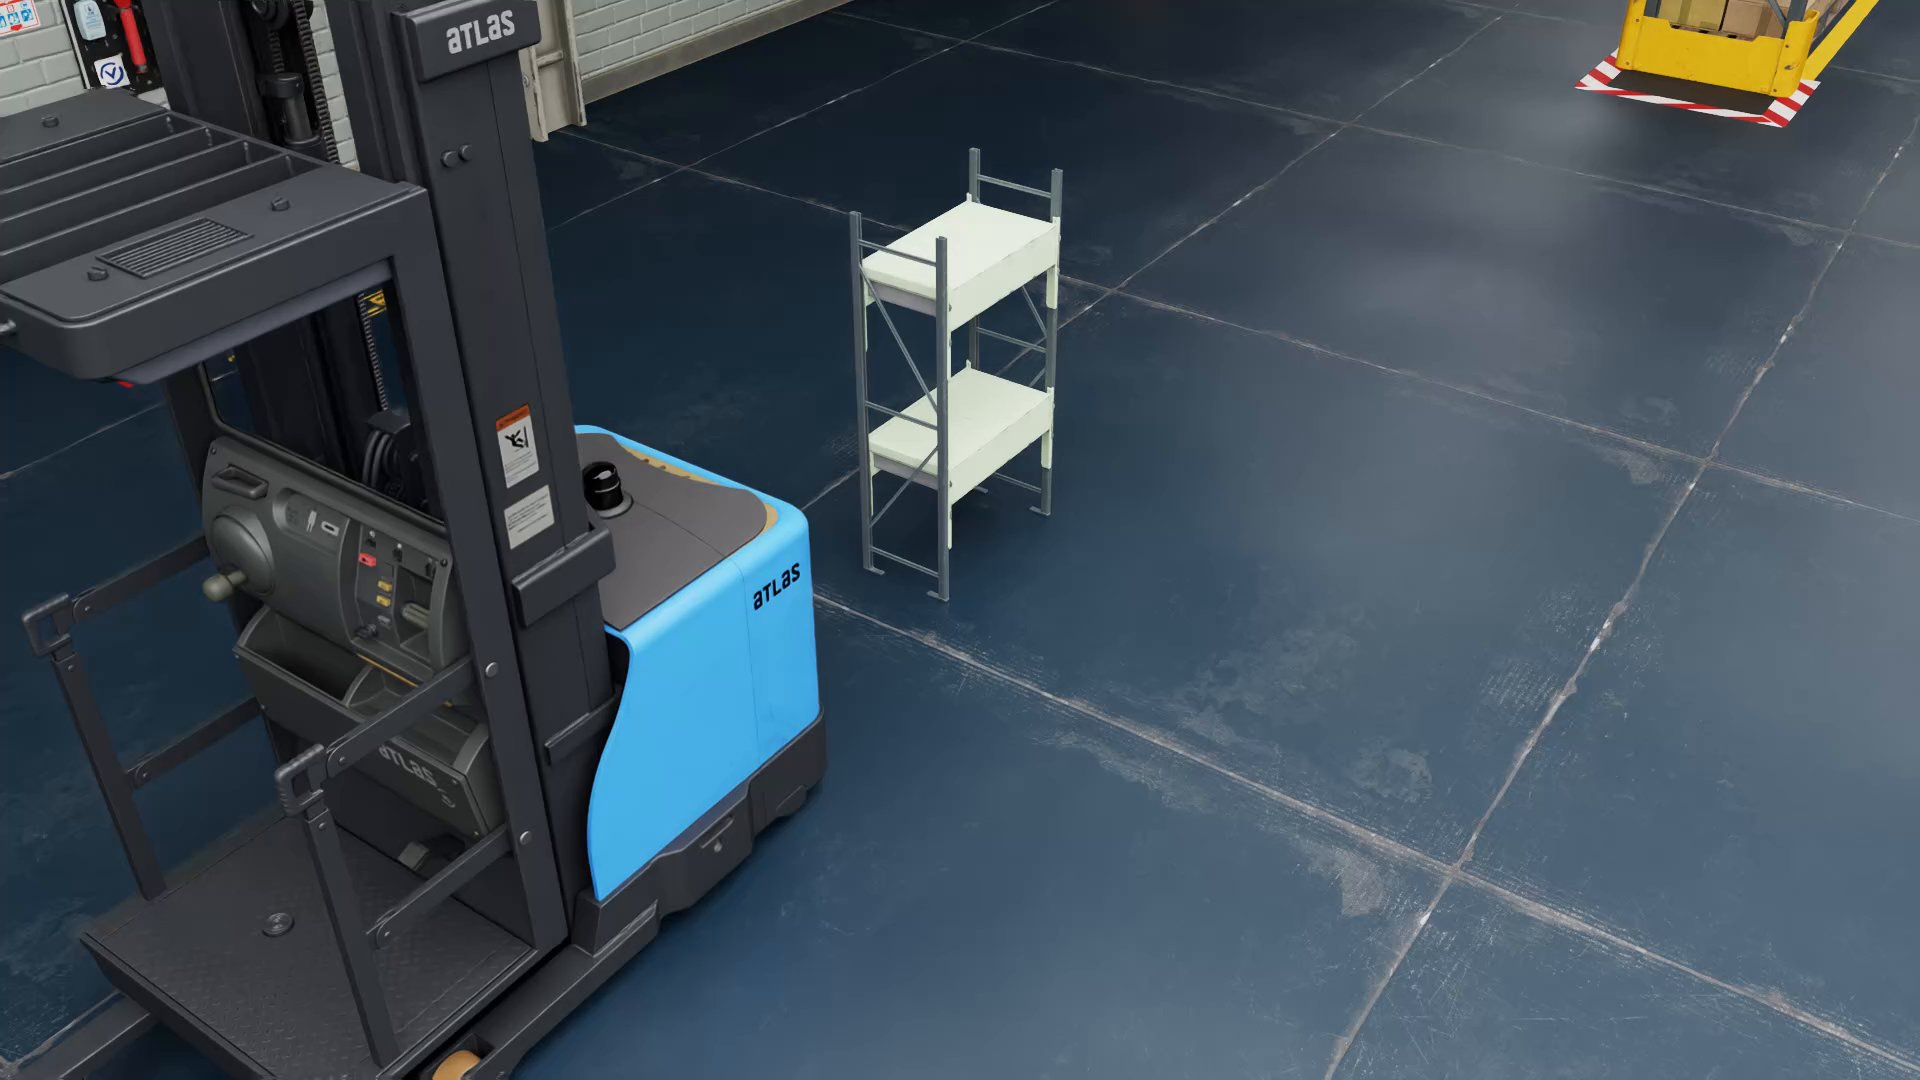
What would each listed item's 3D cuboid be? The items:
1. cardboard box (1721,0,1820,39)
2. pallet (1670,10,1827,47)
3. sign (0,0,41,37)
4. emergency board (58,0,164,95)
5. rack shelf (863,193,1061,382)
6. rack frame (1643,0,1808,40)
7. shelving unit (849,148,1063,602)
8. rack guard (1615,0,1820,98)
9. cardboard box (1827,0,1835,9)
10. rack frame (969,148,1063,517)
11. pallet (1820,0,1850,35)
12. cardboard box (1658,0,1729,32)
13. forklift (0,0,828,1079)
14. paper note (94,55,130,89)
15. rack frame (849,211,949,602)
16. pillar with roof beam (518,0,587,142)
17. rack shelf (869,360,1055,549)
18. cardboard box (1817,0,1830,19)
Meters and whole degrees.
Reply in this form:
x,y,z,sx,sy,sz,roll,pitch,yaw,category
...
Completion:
x,y,z,sx,sy,sz,roll,pitch,yaw,category
5.655,-3.676,11.587,0.500,0.250,0.500,21,39,28,cardboard box
5.568,-3.675,11.996,1.003,0.211,1.213,21,39,28,pallet
-4.479,-2.551,7.813,0.001,0.329,0.234,21,39,28,sign
-4.079,-2.758,8.150,0.194,1.169,0.643,21,39,28,emergency board
-0.004,-0.941,6.107,0.431,0.370,0.720,21,39,28,rack shelf
5.166,-4.465,10.675,1.000,3.000,0.127,21,39,28,rack frame
-0.004,-0.618,6.325,0.431,1.500,0.755,21,39,28,shelving unit
5.152,-3.418,11.359,1.175,0.500,0.348,21,39,28,rack guard
6.222,-4.137,12.269,0.500,0.250,0.500,21,39,28,cardboard box
0.205,-0.787,6.574,0.400,1.500,0.023,21,39,28,rack frame
6.264,-4.234,12.823,1.003,0.211,1.213,21,39,28,pallet
5.229,-3.841,11.832,0.500,0.250,0.500,21,39,28,cardboard box
-1.694,0.108,3.974,1.130,2.935,3.031,21,40,28,forklift
-4.236,-2.333,8.309,0.016,0.148,0.142,21,39,28,paper note
-0.212,-0.450,6.076,0.400,1.500,0.023,21,39,28,rack frame
0.898,-4.993,6.100,9.100,9.000,0.400,21,39,28,pillar with roof beam
-0.004,-0.348,6.508,0.431,0.370,0.720,21,39,28,rack shelf
5.937,-3.907,11.929,0.500,0.250,0.500,21,39,28,cardboard box
